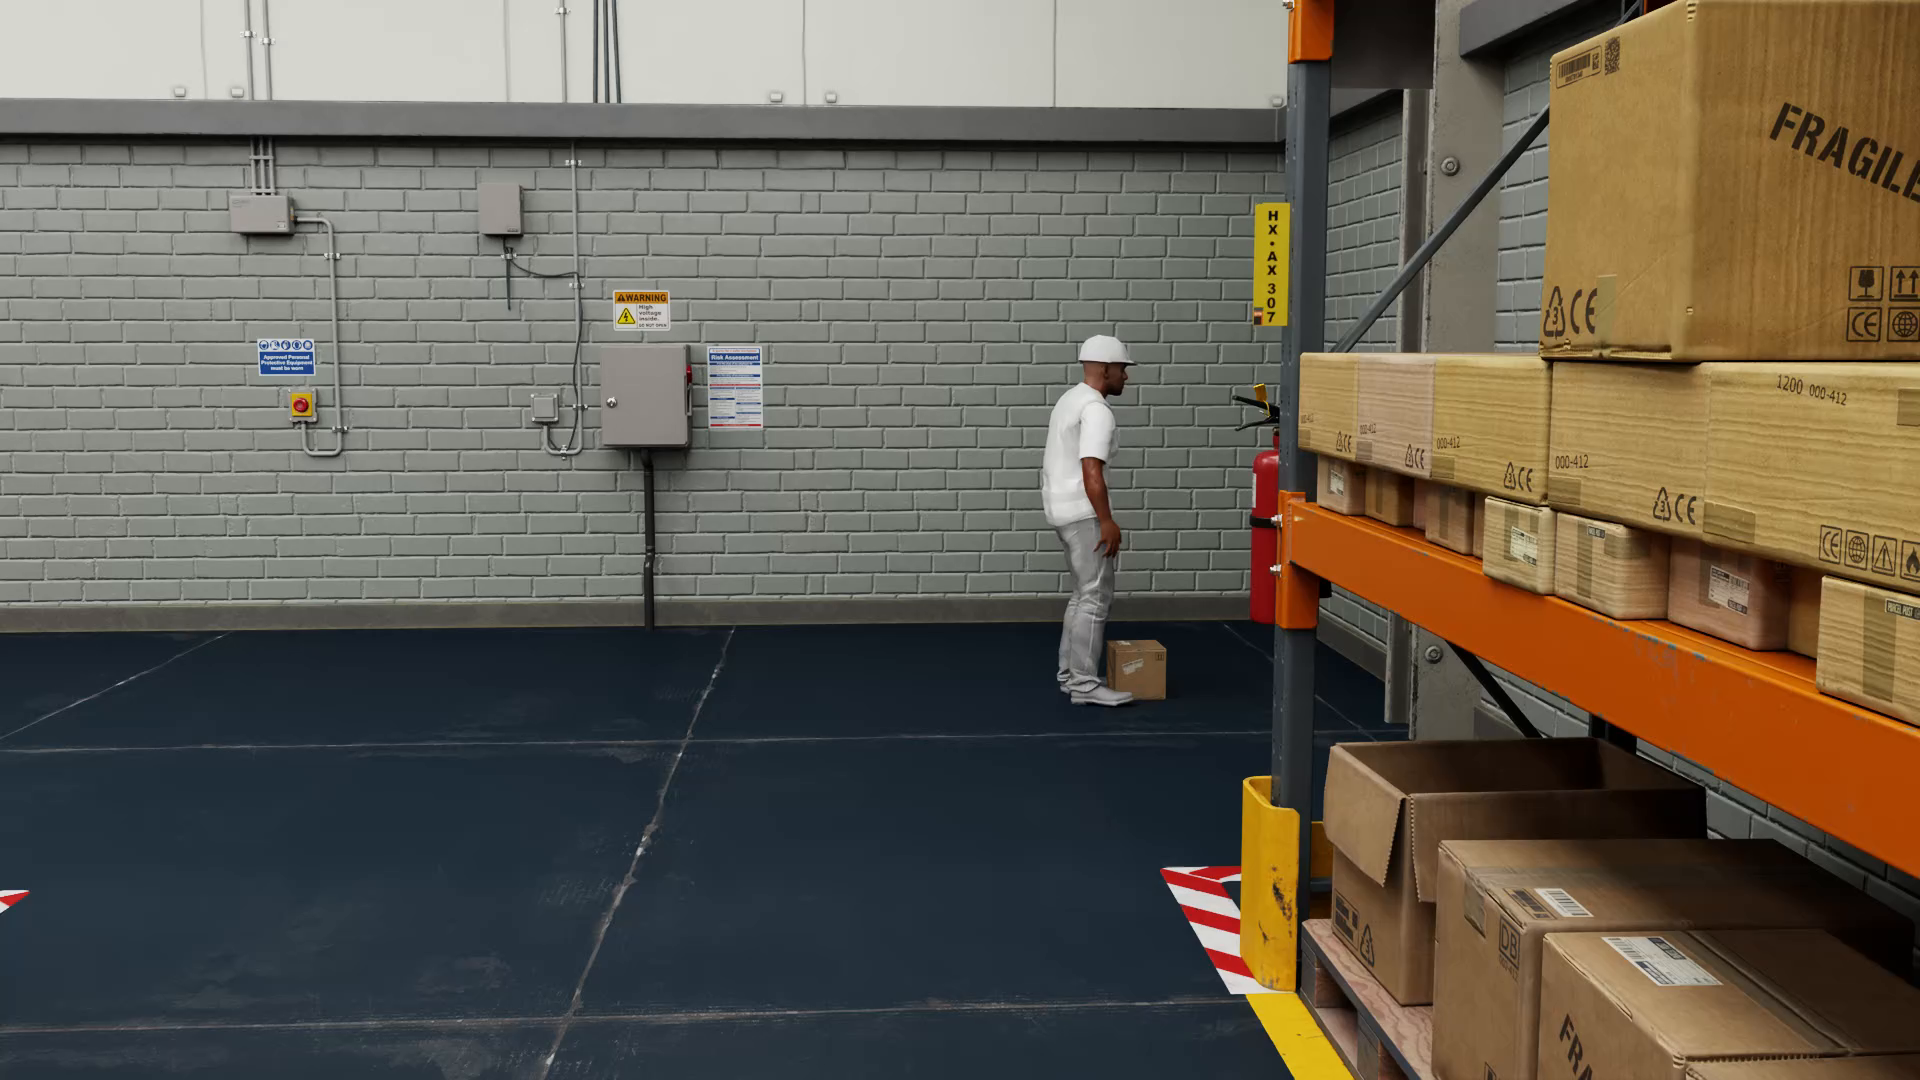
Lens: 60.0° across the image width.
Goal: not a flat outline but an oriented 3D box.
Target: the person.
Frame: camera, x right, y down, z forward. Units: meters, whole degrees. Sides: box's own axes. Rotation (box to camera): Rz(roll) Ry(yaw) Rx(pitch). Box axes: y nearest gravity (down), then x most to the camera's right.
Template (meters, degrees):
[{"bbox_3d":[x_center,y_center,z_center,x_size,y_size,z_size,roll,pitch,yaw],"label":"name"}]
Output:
[{"bbox_3d":[0.637,-0.109,8.077,0.454,1.761,0.635,-1,7,-7],"label":"person"}]
